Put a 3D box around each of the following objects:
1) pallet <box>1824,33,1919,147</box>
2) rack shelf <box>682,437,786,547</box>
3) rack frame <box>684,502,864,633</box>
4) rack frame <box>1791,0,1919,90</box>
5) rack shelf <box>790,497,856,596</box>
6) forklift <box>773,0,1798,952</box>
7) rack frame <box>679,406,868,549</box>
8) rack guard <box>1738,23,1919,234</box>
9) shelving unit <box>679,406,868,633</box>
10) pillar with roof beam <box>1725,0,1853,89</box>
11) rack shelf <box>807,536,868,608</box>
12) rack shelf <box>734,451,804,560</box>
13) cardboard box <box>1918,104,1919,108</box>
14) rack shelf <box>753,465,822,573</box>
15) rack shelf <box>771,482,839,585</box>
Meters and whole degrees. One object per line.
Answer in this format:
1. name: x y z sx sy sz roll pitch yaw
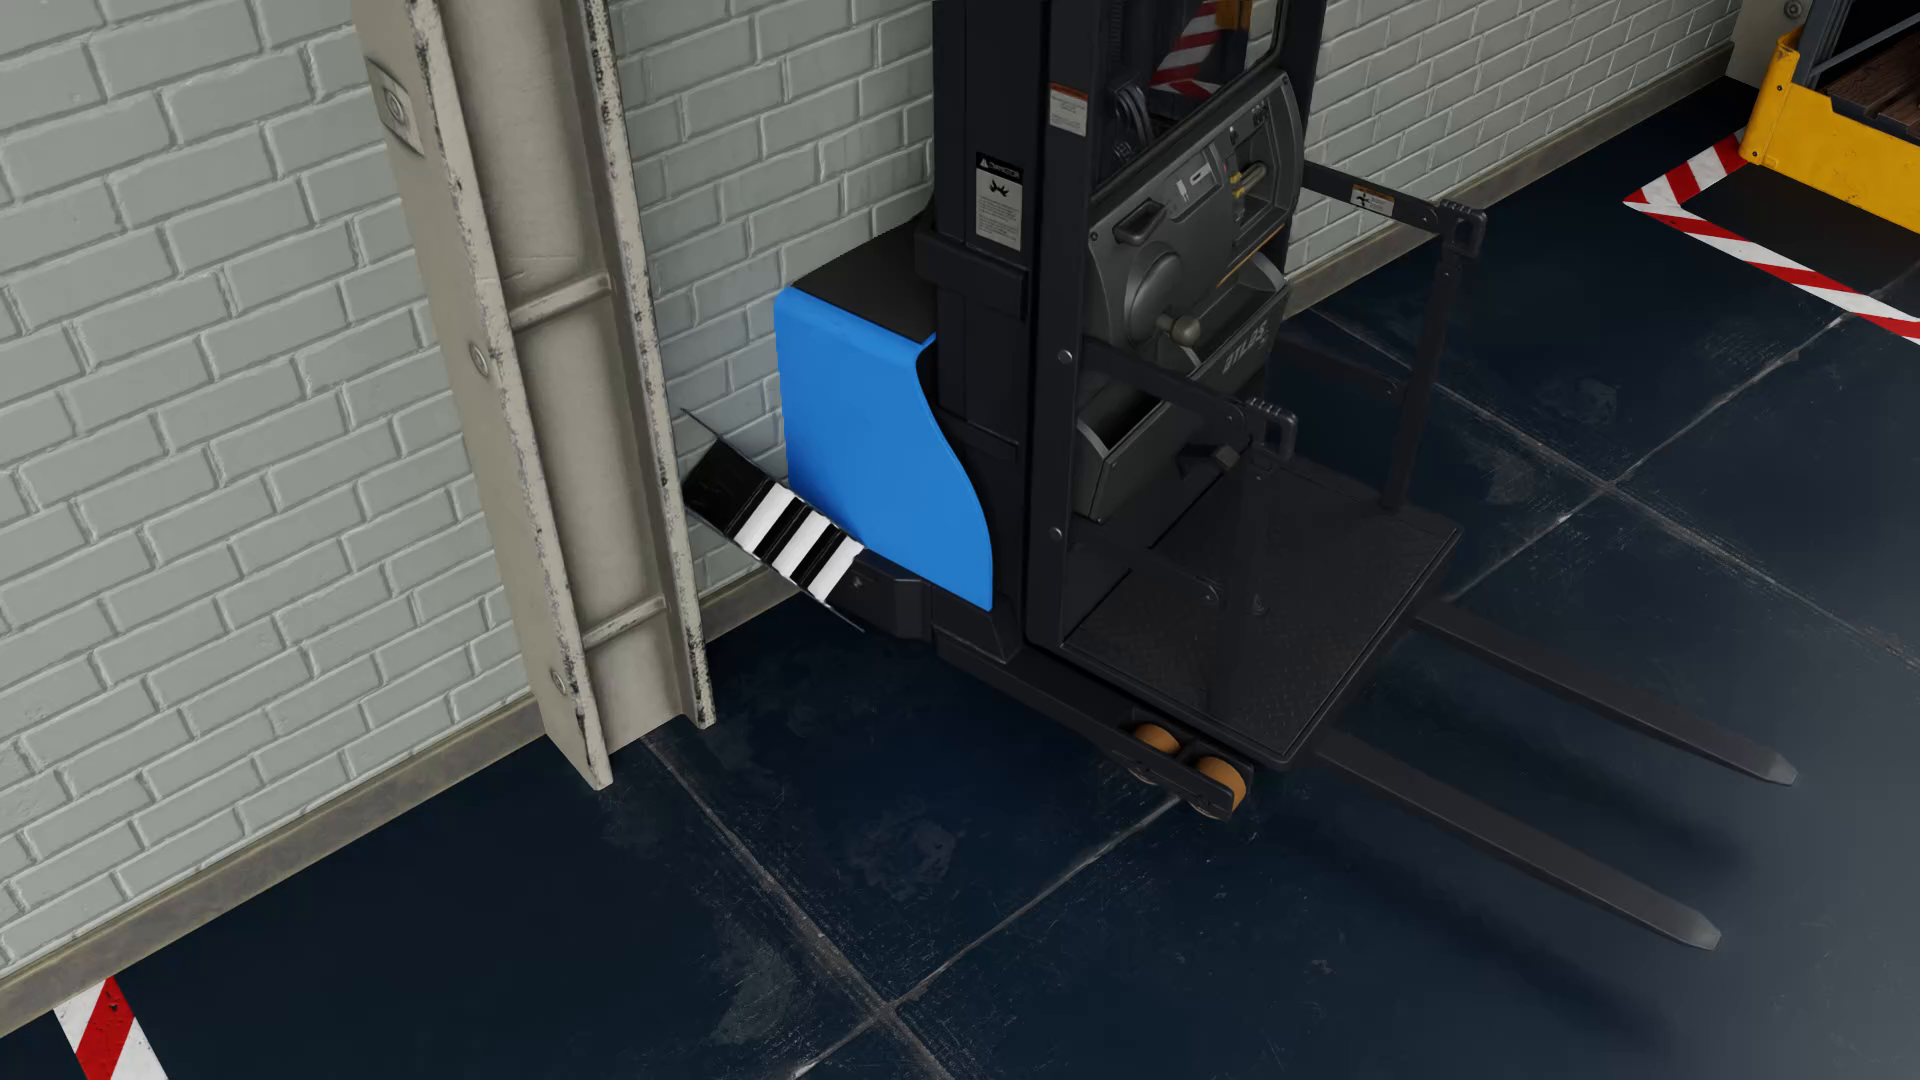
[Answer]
1. pallet: 4.389 -1.806 7.018 1.213 0.211 1.003 -30 51 -28
2. rack shelf: -0.621 -0.131 4.464 0.258 0.077 0.200 35 87 37
3. rack frame: -0.572 0.042 4.648 0.240 0.900 0.006 35 87 37
4. rack frame: 3.685 -2.450 5.668 0.127 3.000 1.000 -30 51 -28
5. rack shelf: -0.453 0.009 4.750 0.258 0.077 0.200 35 87 37
6. forklift: 0.748 -0.740 3.897 3.031 2.935 1.130 27 49 26
7. rack frame: -0.450 -0.120 4.656 0.240 0.900 0.006 35 87 37
8. rack guard: 3.744 -1.573 6.559 0.348 0.500 1.175 -30 51 -28
9. shelving unit: -0.511 -0.039 4.652 0.258 0.900 0.210 35 87 37
10. pillar with roof beam: 6.429 -3.138 2.018 0.400 9.000 9.100 -30 51 -28
11. rack shelf: -0.411 0.044 4.821 0.258 0.077 0.200 35 87 37
12. rack shelf: -0.579 -0.096 4.535 0.258 0.077 0.200 35 87 37
13. cardboard box: 4.274 -1.887 6.711 0.500 0.311 0.500 33 52 30
14. rack shelf: -0.537 -0.061 4.607 0.258 0.077 0.200 35 87 37
15. rack shelf: -0.495 -0.026 4.678 0.258 0.077 0.200 35 87 37
